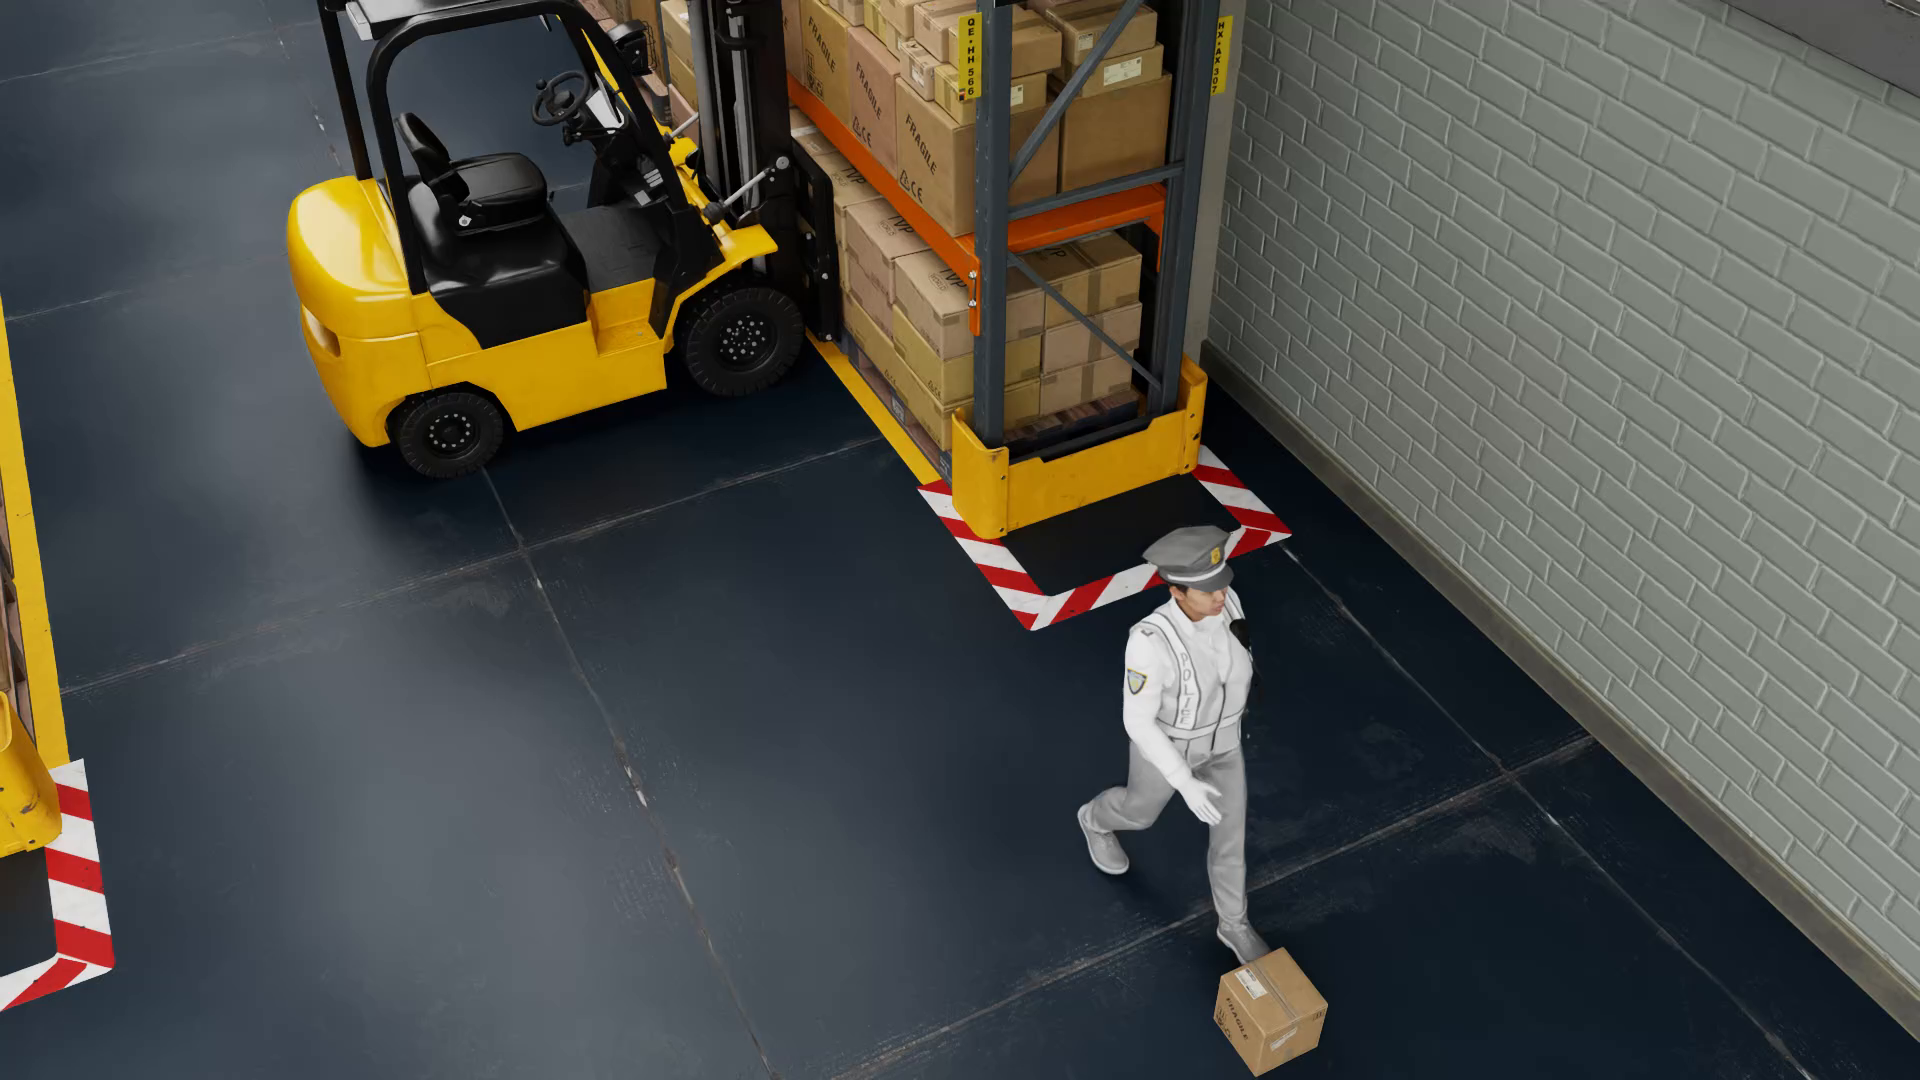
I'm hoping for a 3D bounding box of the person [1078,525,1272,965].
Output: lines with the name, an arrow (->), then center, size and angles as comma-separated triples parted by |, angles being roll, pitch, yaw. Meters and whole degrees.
person -> 0.758, 0.668, 5.366 | 0.537, 1.657, 0.905 | -21, 46, -22
